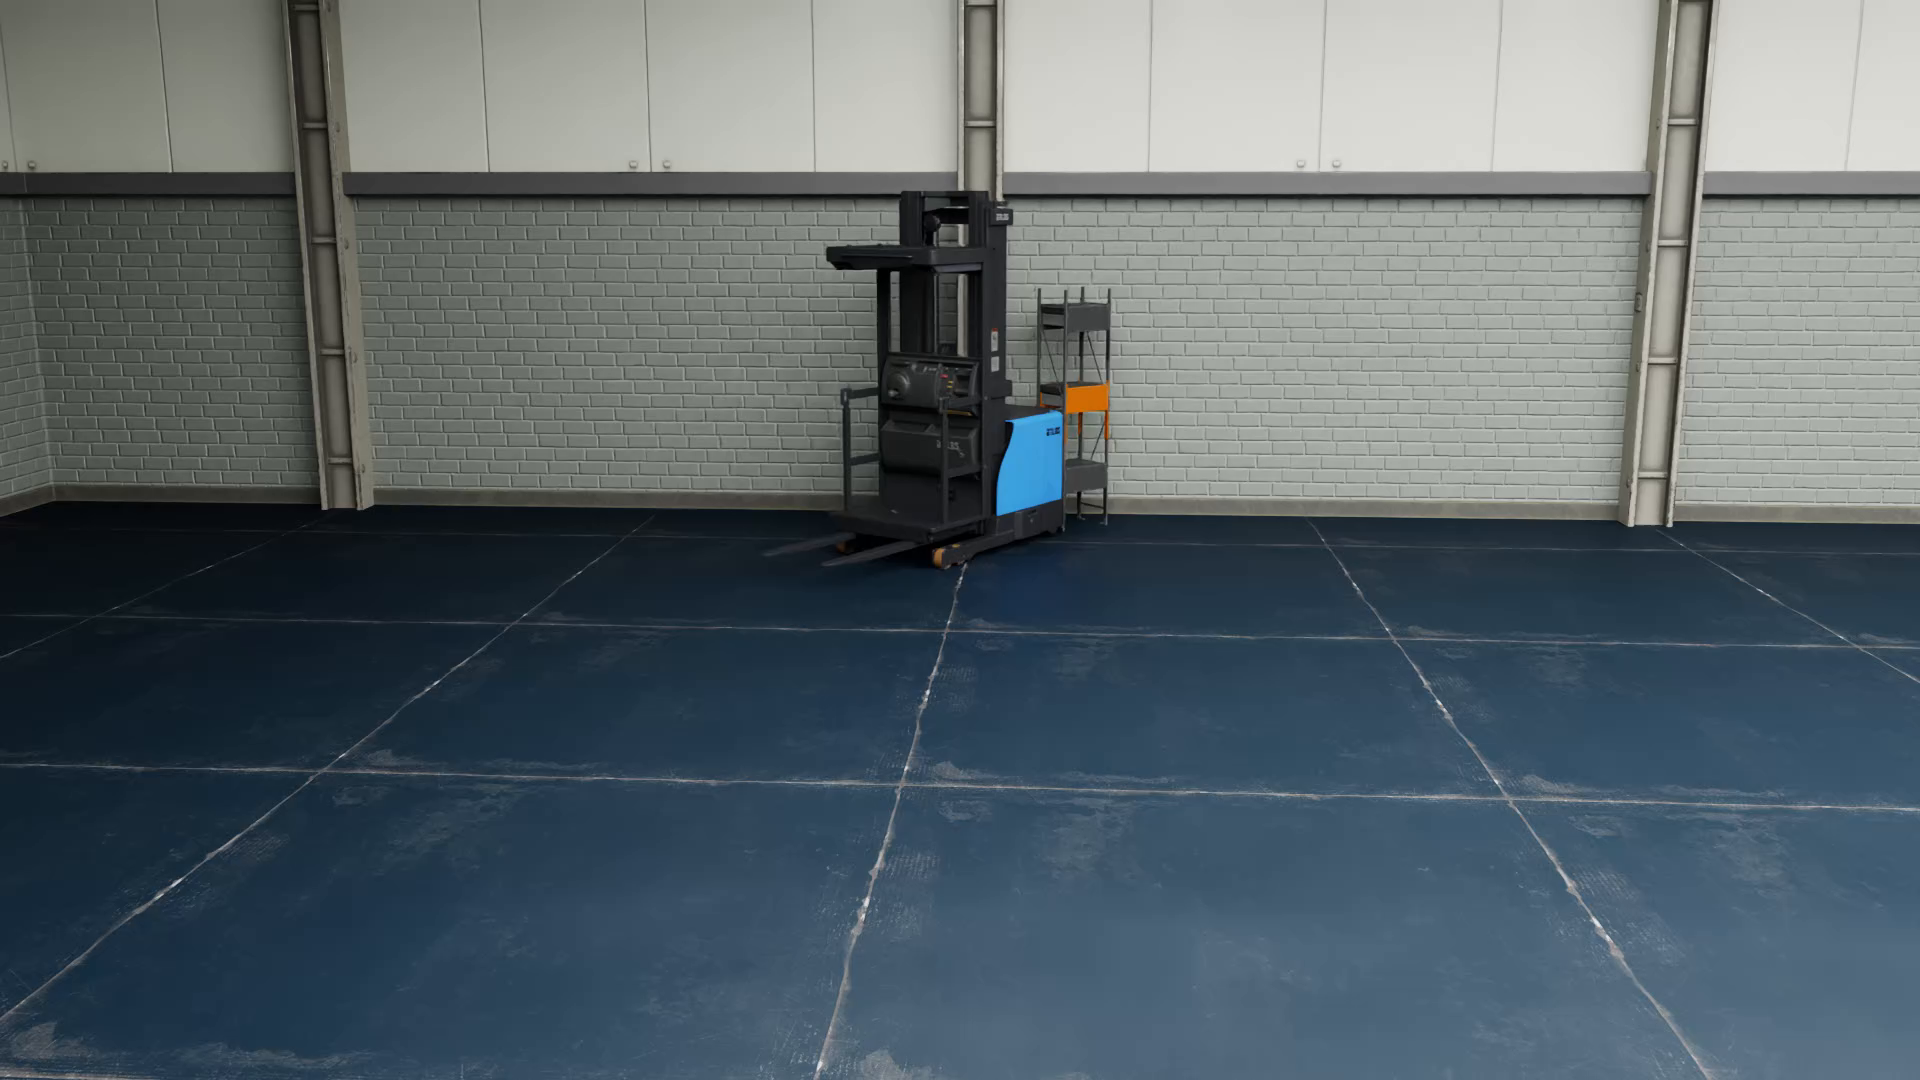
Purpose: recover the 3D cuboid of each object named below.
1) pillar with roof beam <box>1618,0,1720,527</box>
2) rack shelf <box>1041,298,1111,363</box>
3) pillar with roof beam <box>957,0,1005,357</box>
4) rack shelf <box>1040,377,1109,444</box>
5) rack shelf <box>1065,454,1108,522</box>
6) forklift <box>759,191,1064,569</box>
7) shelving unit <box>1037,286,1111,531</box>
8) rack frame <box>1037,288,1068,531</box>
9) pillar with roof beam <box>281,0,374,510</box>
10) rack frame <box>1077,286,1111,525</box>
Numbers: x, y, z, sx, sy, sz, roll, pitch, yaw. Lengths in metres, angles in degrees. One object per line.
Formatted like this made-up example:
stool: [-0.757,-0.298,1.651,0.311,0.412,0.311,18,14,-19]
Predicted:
pillar with roof beam: [5.884,-3.677,9.867,0.400,9.000,9.100,1,12,4]
rack shelf: [0.999,-1.840,14.579,0.480,0.518,0.431,-8,14,-35]
pillar with roof beam: [-0.103,-3.759,10.259,0.400,9.000,9.100,1,12,4]
rack shelf: [0.999,-1.155,14.719,0.480,0.518,0.431,-8,14,-35]
rack shelf: [0.999,-0.469,14.860,0.480,0.518,0.431,-8,14,-35]
forklift: [-0.369,-1.315,13.397,1.130,2.935,3.031,8,14,35]
shelving unit: [0.999,-1.168,14.716,0.503,2.100,0.431,-8,14,-35]
rack frame: [0.800,-1.140,14.578,0.015,2.100,0.400,-8,14,-35]
pillar with roof beam: [-6.089,-3.841,10.652,0.400,9.000,9.100,1,12,4]
rack frame: [1.198,-1.196,14.855,0.015,2.100,0.400,-8,14,-35]
